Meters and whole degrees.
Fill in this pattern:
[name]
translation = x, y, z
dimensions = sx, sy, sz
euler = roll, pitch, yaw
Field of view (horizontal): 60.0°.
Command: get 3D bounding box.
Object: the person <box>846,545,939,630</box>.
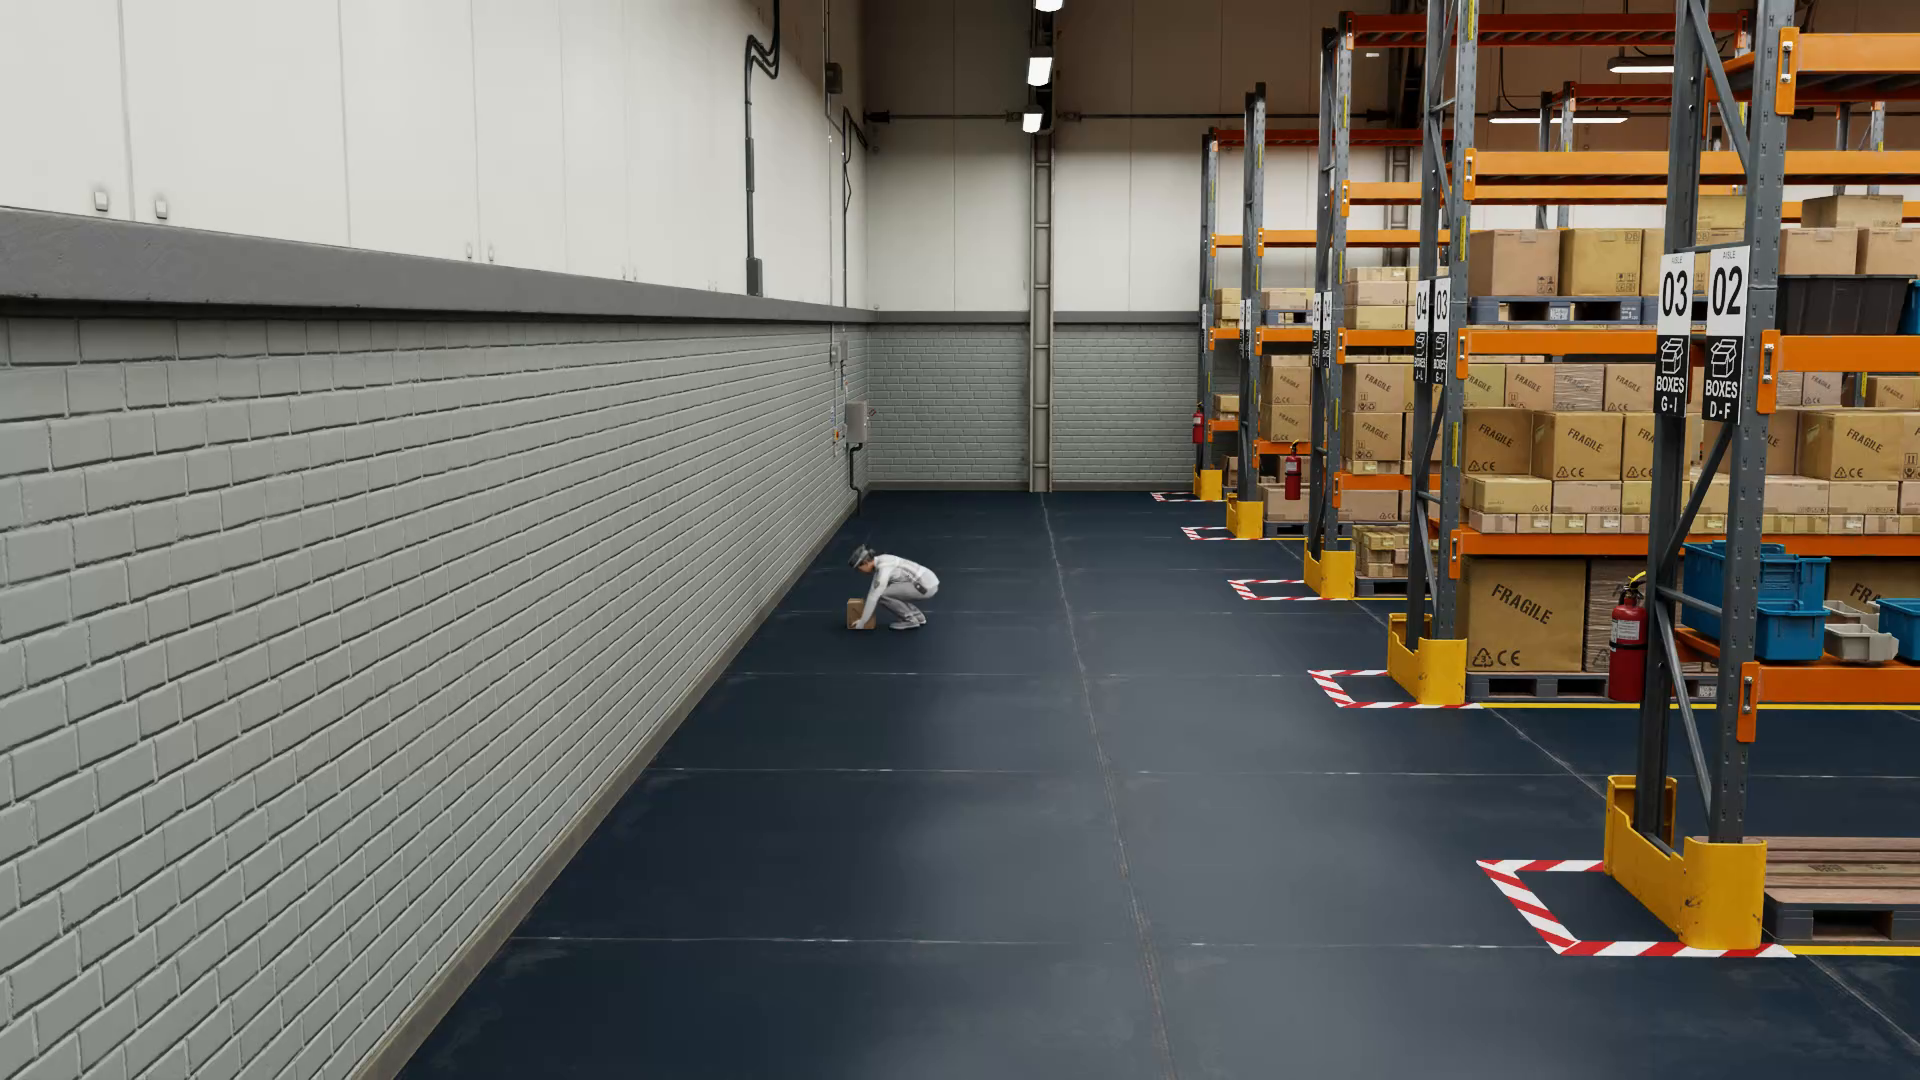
[person]
translation = -0.639, 0.458, 15.799
dimensions = 0.874, 0.849, 0.473
euler = 0, 7, 1
